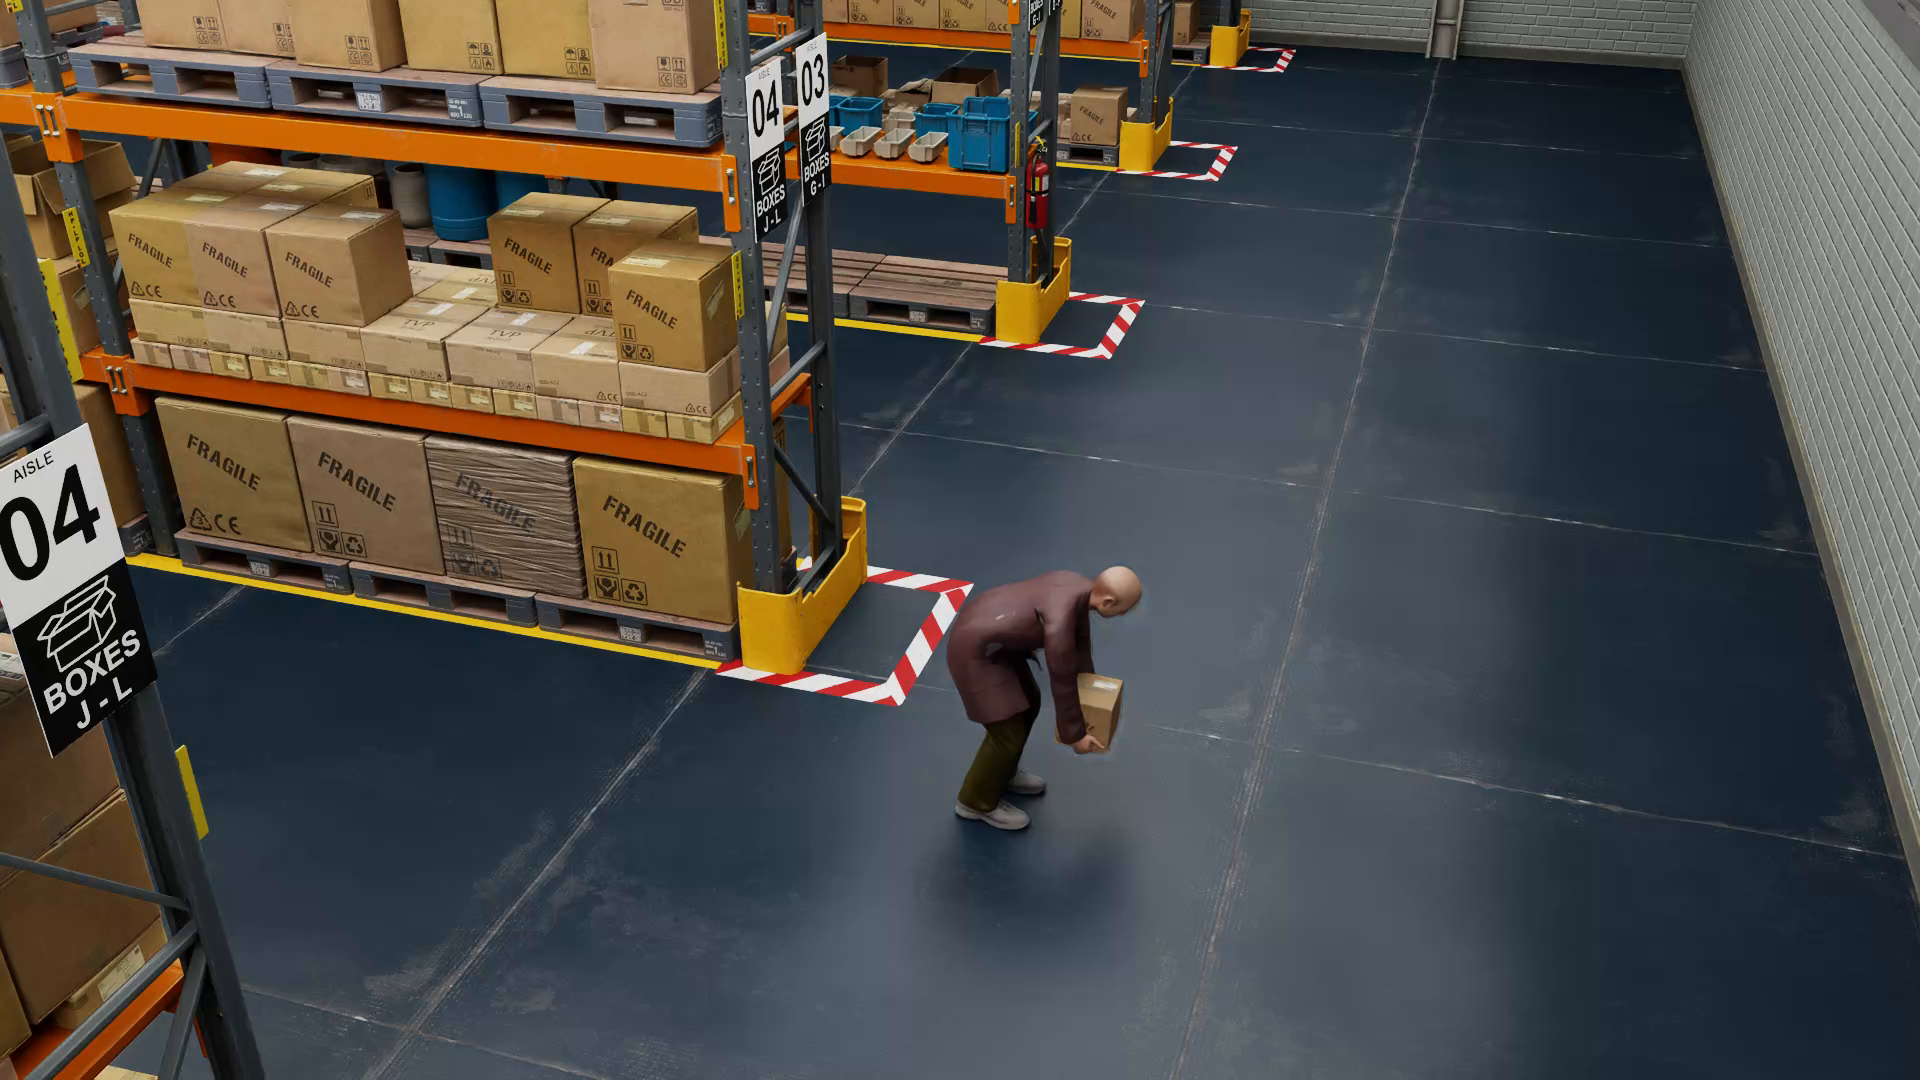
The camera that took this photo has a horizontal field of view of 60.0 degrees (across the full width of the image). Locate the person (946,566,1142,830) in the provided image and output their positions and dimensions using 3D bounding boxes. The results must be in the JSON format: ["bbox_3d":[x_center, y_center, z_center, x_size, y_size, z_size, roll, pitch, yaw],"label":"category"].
[{"bbox_3d":[0.374,0.696,7.679,0.876,1.381,0.563,7,30,13],"label":"person"}]
